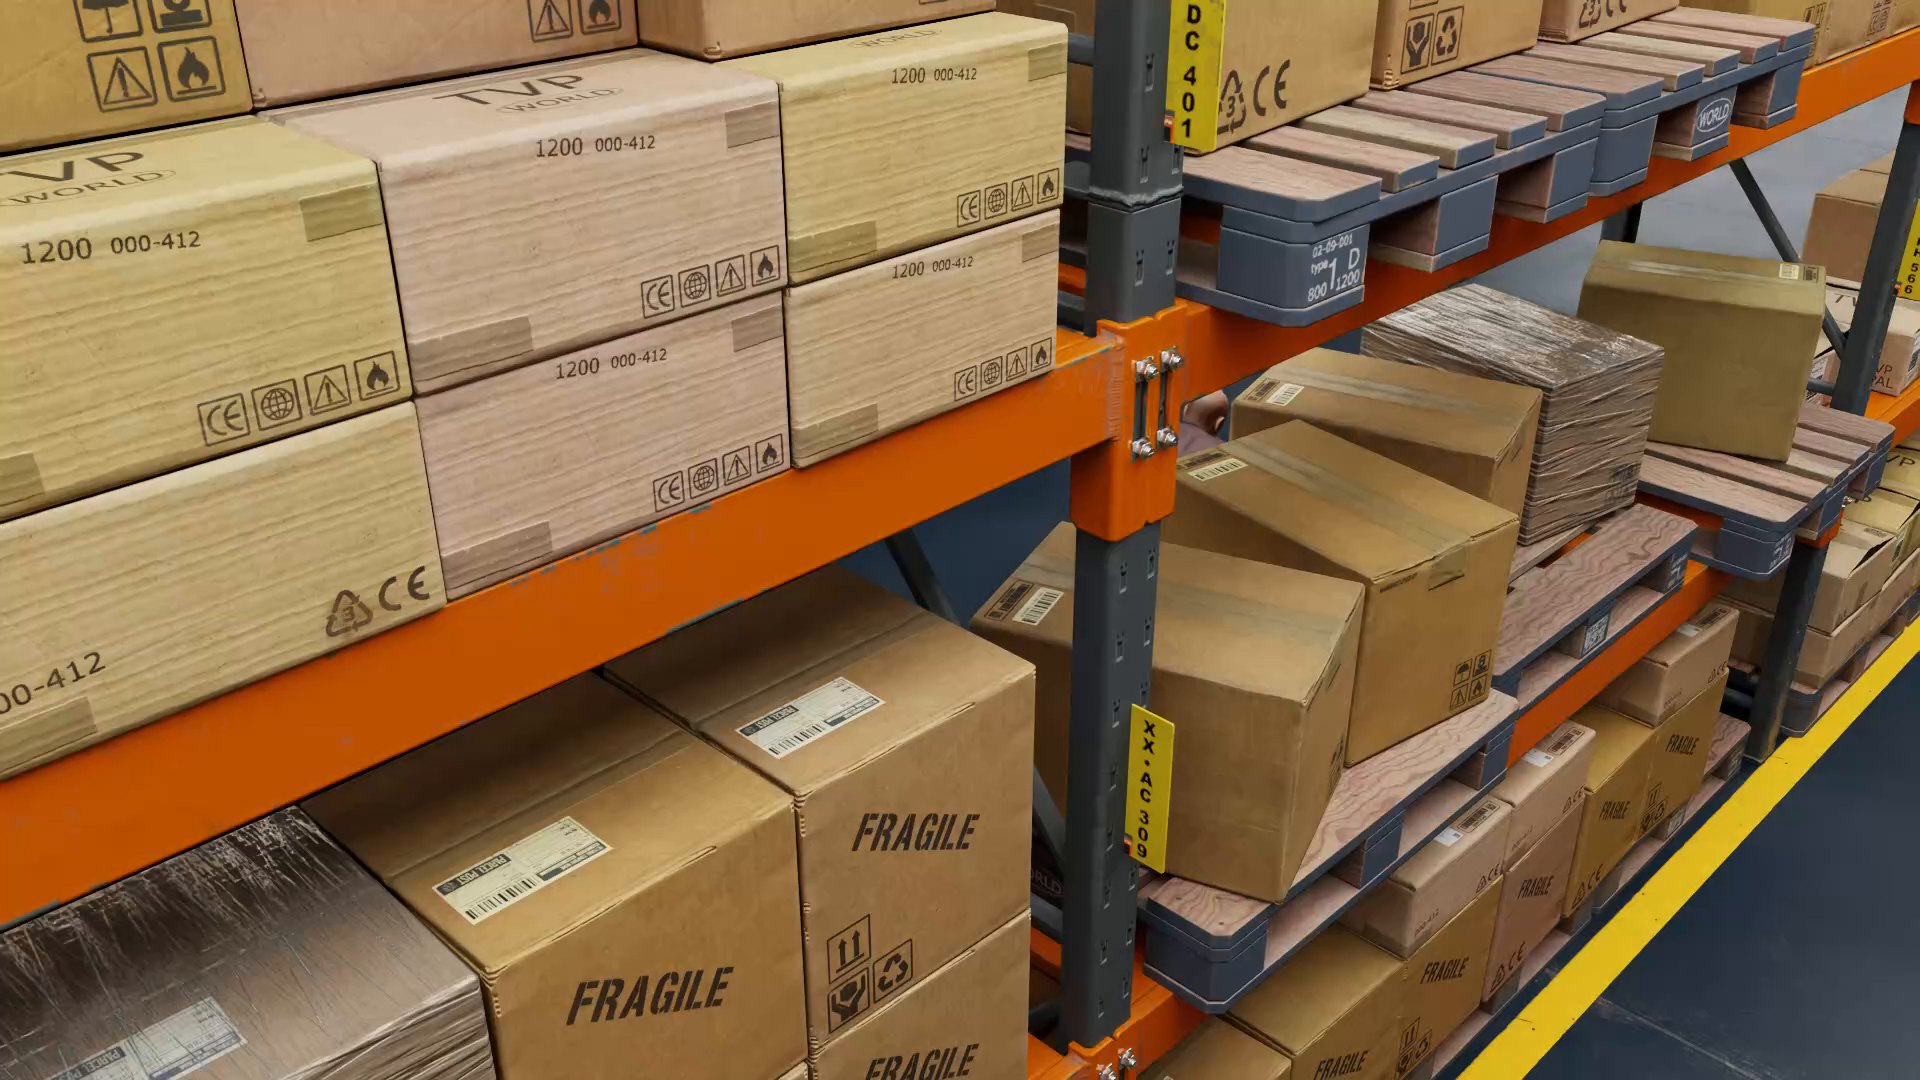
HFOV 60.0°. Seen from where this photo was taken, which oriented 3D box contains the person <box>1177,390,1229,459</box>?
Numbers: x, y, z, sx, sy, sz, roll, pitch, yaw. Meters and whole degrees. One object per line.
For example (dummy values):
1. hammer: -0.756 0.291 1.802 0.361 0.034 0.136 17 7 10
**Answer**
1. person: 0.958 -0.120 7.230 0.599 0.991 0.901 24 36 39
